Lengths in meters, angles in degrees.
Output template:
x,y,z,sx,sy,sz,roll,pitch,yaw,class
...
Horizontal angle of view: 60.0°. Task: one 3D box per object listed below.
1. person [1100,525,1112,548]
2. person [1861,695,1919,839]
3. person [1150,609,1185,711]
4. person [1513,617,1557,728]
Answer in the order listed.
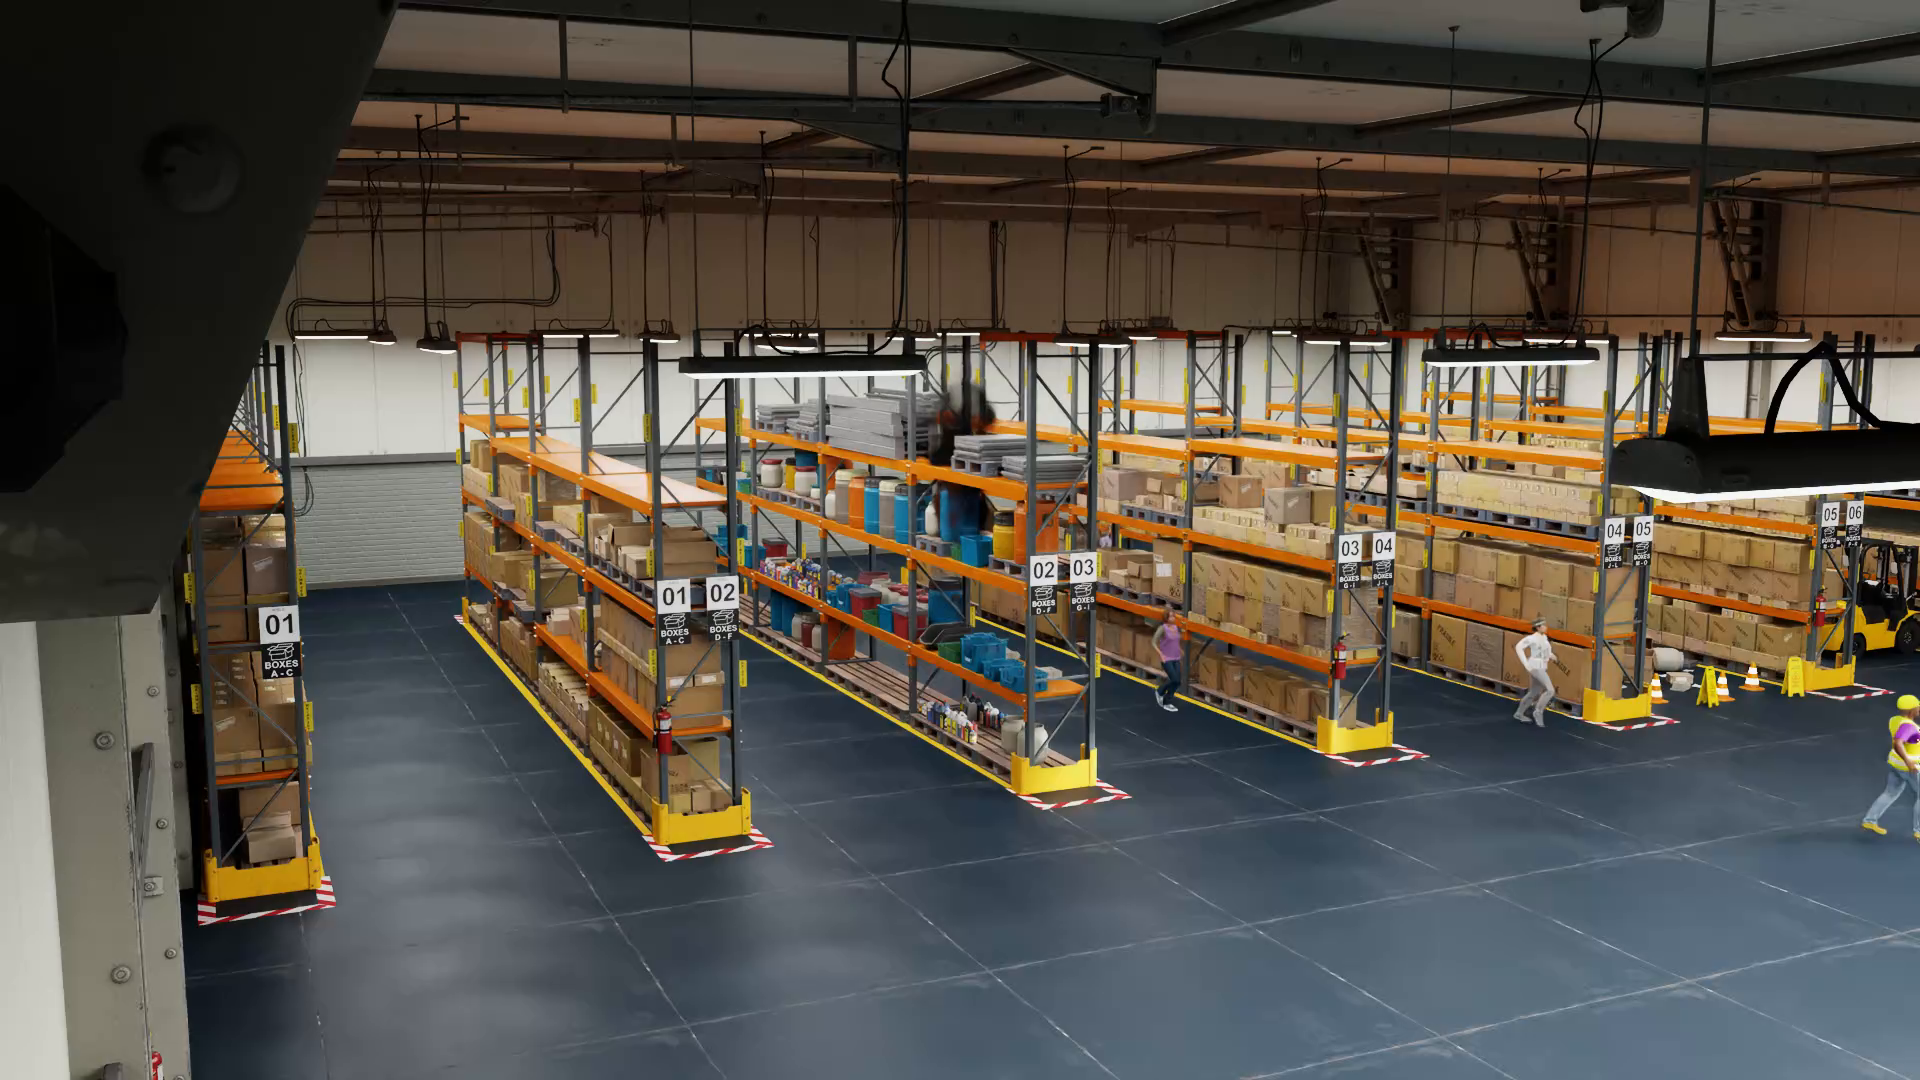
x,y,z,sx,sy,sz,roll,pitch,yaw,class
3.381,0.494,37.378,0.610,1.691,0.868,-3,8,-19,person
11.357,2.761,20.006,0.820,1.821,0.677,0,8,2,person
3.218,1.846,25.463,0.507,1.563,0.467,-6,10,-36,person
8.979,2.037,25.855,0.619,1.713,0.612,5,9,34,person
